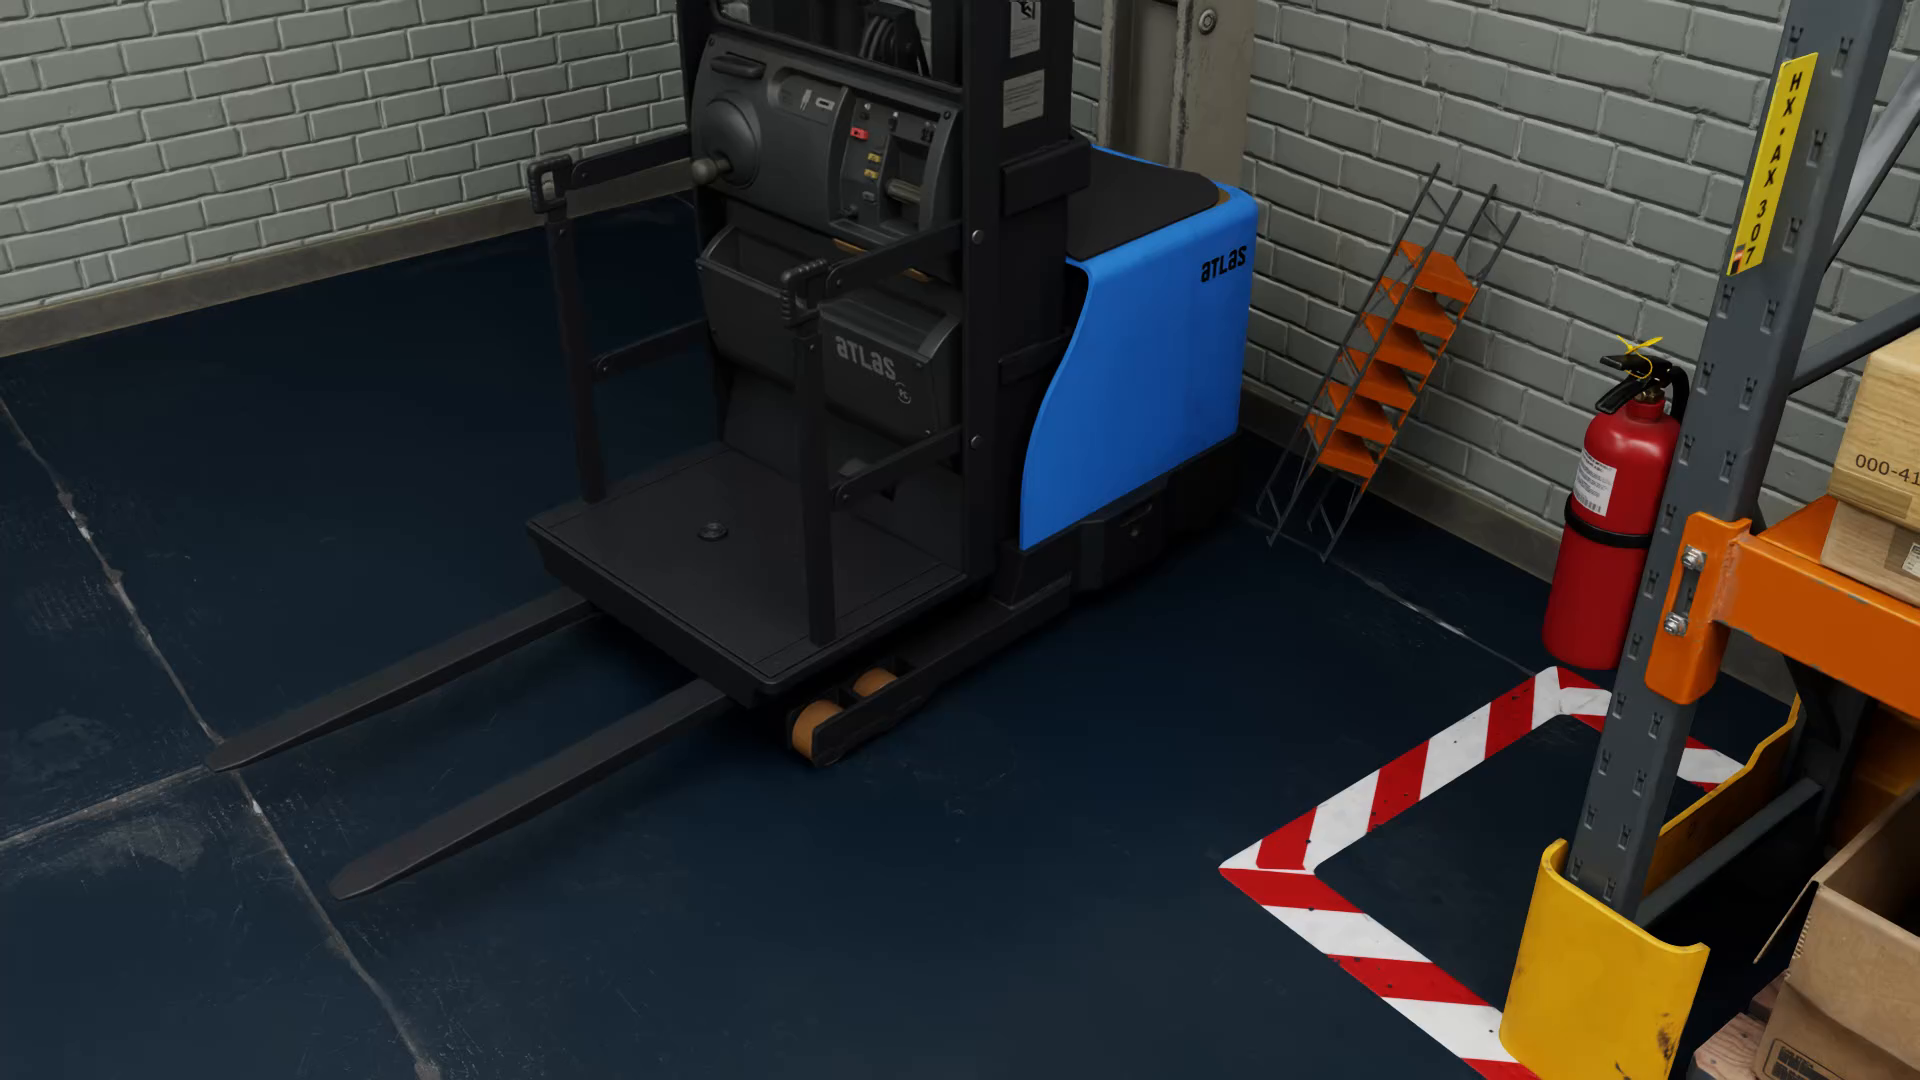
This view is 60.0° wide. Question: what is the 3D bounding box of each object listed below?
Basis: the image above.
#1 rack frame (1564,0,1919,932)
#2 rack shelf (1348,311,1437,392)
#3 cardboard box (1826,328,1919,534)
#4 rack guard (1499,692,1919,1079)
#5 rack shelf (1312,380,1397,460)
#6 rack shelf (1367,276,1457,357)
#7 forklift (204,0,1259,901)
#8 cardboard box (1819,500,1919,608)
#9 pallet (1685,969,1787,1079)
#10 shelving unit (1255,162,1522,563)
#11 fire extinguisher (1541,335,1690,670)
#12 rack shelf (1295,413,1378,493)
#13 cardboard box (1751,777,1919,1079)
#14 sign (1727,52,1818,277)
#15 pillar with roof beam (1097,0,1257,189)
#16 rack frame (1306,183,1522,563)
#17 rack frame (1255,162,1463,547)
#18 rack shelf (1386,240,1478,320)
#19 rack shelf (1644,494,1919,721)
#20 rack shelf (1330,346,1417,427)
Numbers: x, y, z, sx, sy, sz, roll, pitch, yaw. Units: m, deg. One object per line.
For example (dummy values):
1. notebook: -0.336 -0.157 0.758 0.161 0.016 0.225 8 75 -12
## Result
1. rack frame: 1.642 -0.365 2.995 1.000 3.000 0.127 -22 38 -31
2. rack shelf: 1.265 -0.560 4.887 0.180 0.103 0.258 17 30 -12
3. cardboard box: 1.707 -0.151 2.511 0.500 0.250 0.500 -22 38 -31
4. rack guard: 1.688 0.729 3.603 1.175 0.500 0.348 -22 38 -31
5. rack shelf: 1.182 -0.367 5.003 0.180 0.103 0.258 17 30 -12
6. rack shelf: 1.306 -0.656 4.828 0.180 0.103 0.258 17 30 -12
7. forklift: -0.507 -0.970 4.034 1.130 2.935 3.031 28 41 37
8. cardboard box: 1.627 -0.032 2.697 0.380 0.149 0.250 -23 38 -32
9. pallet: 2.178 1.183 3.145 1.003 0.211 1.213 -22 38 -31
10. shelving unit: 1.239 -0.499 4.923 0.189 1.200 0.258 17 30 -12
11. fire extinguisher: 1.186 -0.085 2.971 0.296 0.674 0.183 -22 38 -31
12. rack shelf: 1.141 -0.271 5.062 0.180 0.103 0.258 17 30 -12
13. cardboard box: 1.942 0.803 3.083 0.797 0.503 0.637 -24 39 -33
14. sign: 1.213 -0.557 2.483 0.100 0.325 0.005 -22 38 -31
15. pillar with roof beam: -2.700 -2.936 1.448 9.100 9.000 0.400 -22 38 -31
16. rack frame: 1.324 -0.474 4.942 0.006 1.200 0.240 17 30 -12
17. rack frame: 1.153 -0.525 4.905 0.006 1.200 0.240 17 30 -12
18. rack shelf: 1.347 -0.753 4.770 0.180 0.103 0.258 17 30 -12
19. rack shelf: 2.868 0.774 1.842 1.077 0.370 4.000 -22 38 -31
20. rack shelf: 1.223 -0.464 4.945 0.180 0.103 0.258 17 30 -12
